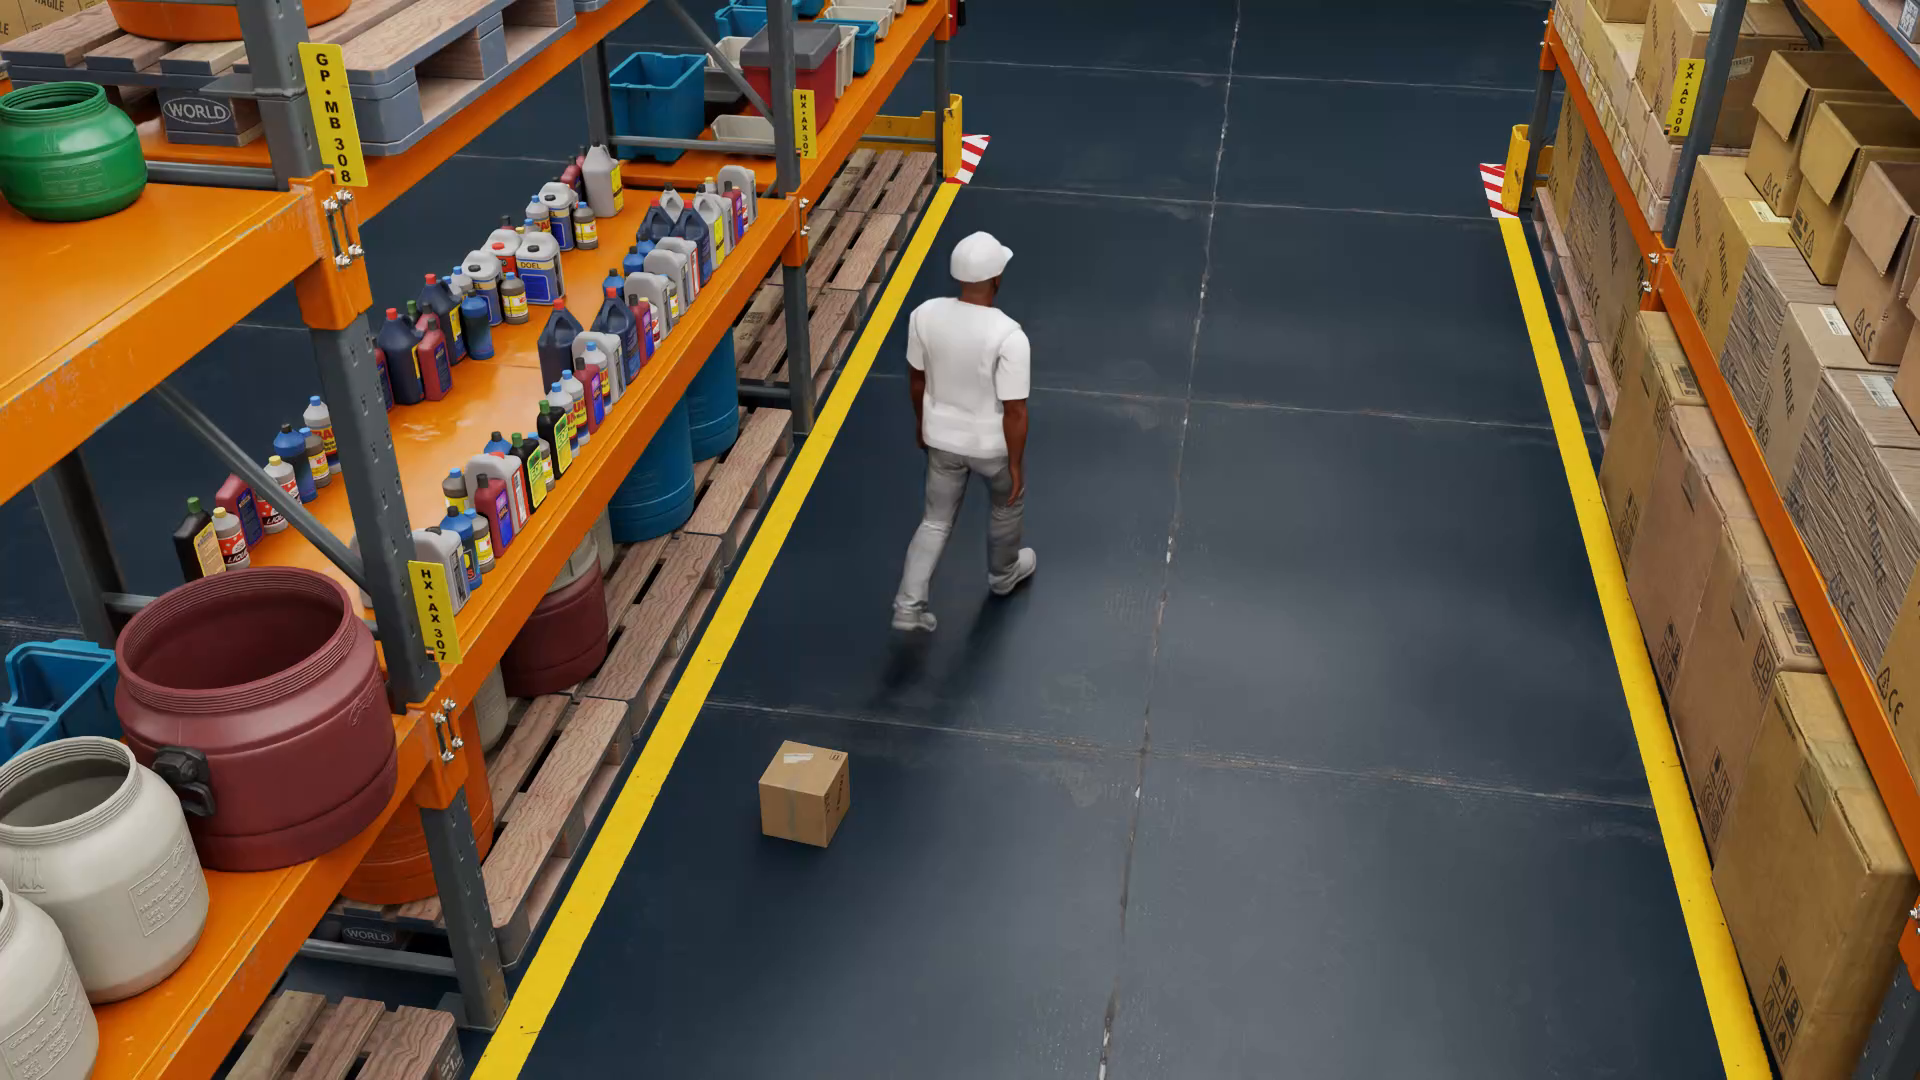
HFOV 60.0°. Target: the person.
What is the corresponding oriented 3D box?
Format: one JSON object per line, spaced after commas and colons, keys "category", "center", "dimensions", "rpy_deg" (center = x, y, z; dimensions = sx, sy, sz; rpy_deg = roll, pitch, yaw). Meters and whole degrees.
{"category": "person", "center": [0.027, -0.408, 6.770], "dimensions": [0.573, 1.734, 0.983], "rpy_deg": [15, 35, 22]}
